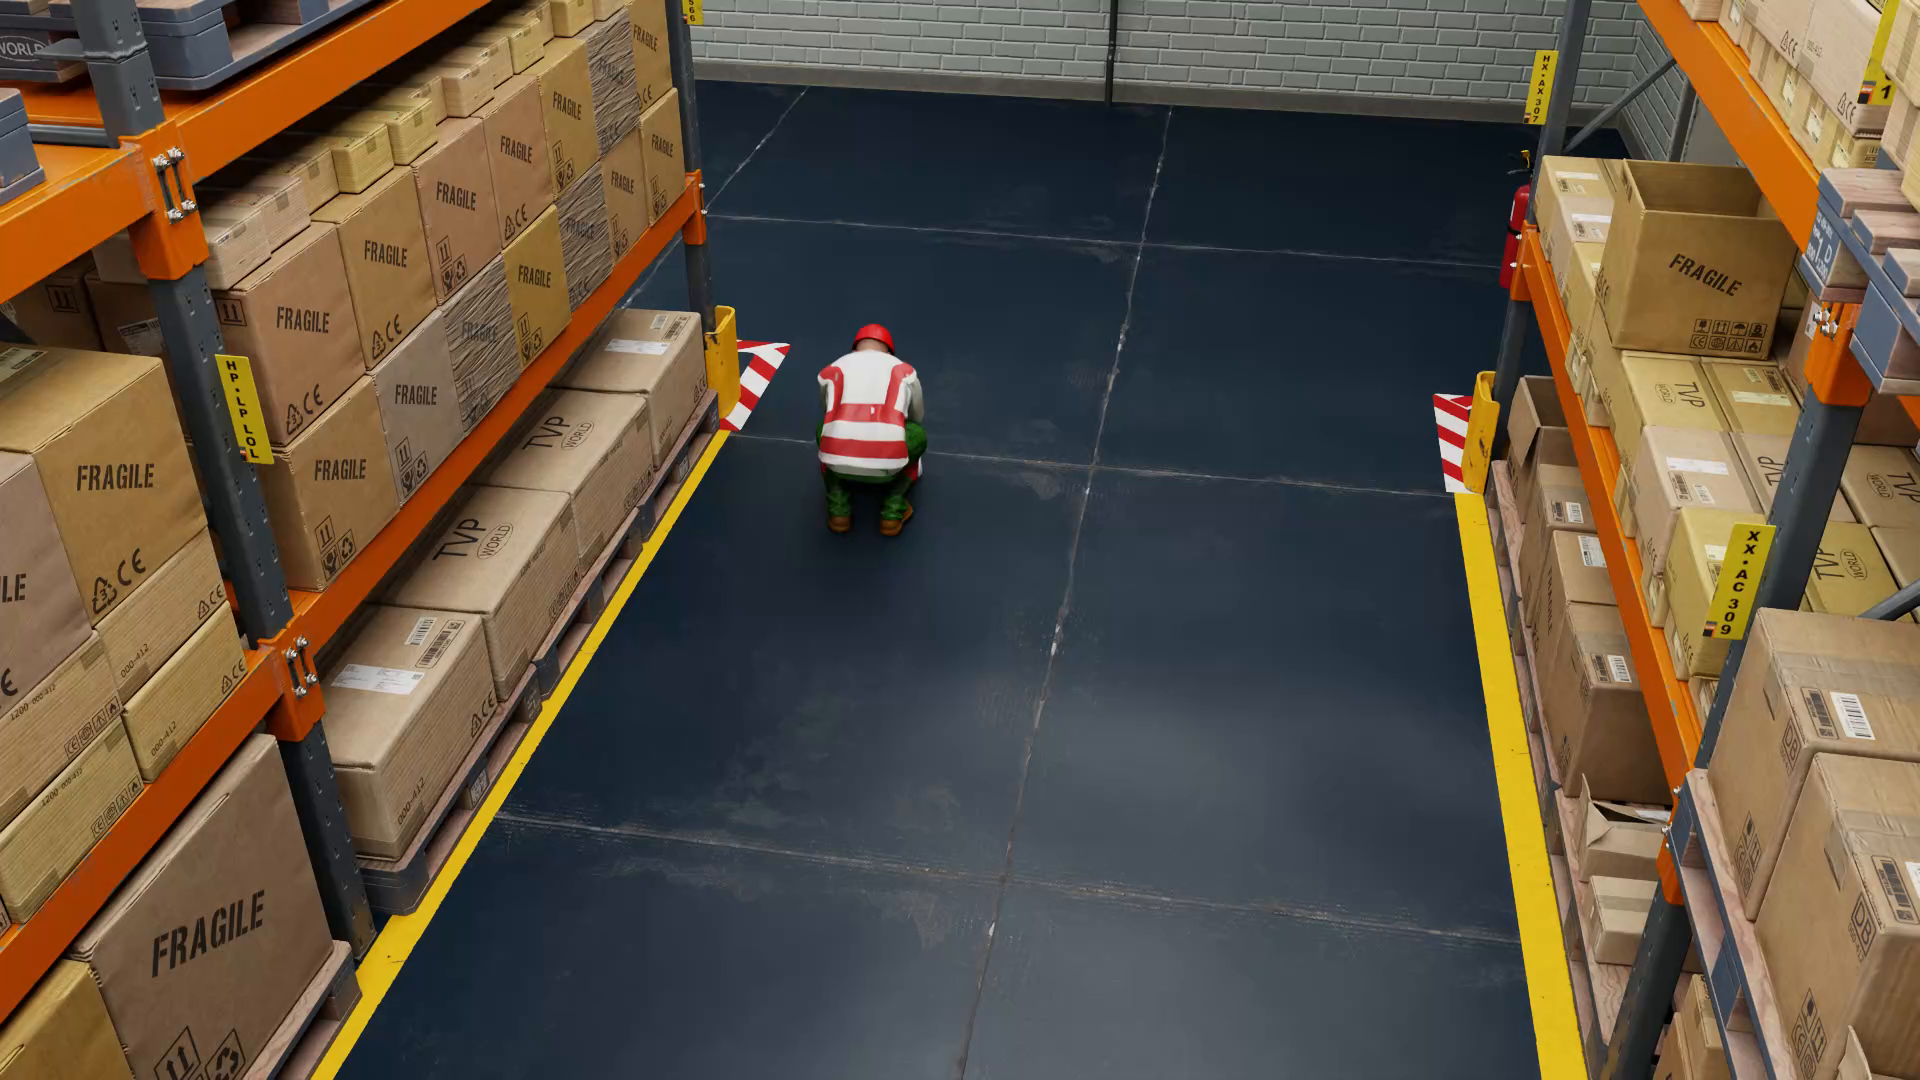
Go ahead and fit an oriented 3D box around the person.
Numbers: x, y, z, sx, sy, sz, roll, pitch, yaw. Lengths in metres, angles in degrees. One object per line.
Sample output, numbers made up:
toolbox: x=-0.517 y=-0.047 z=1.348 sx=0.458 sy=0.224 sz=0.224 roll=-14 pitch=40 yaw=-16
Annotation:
person: x=-0.421 y=-0.481 z=7.899 sx=0.532 sy=0.844 sz=0.938 roll=4 pitch=32 yaw=6
